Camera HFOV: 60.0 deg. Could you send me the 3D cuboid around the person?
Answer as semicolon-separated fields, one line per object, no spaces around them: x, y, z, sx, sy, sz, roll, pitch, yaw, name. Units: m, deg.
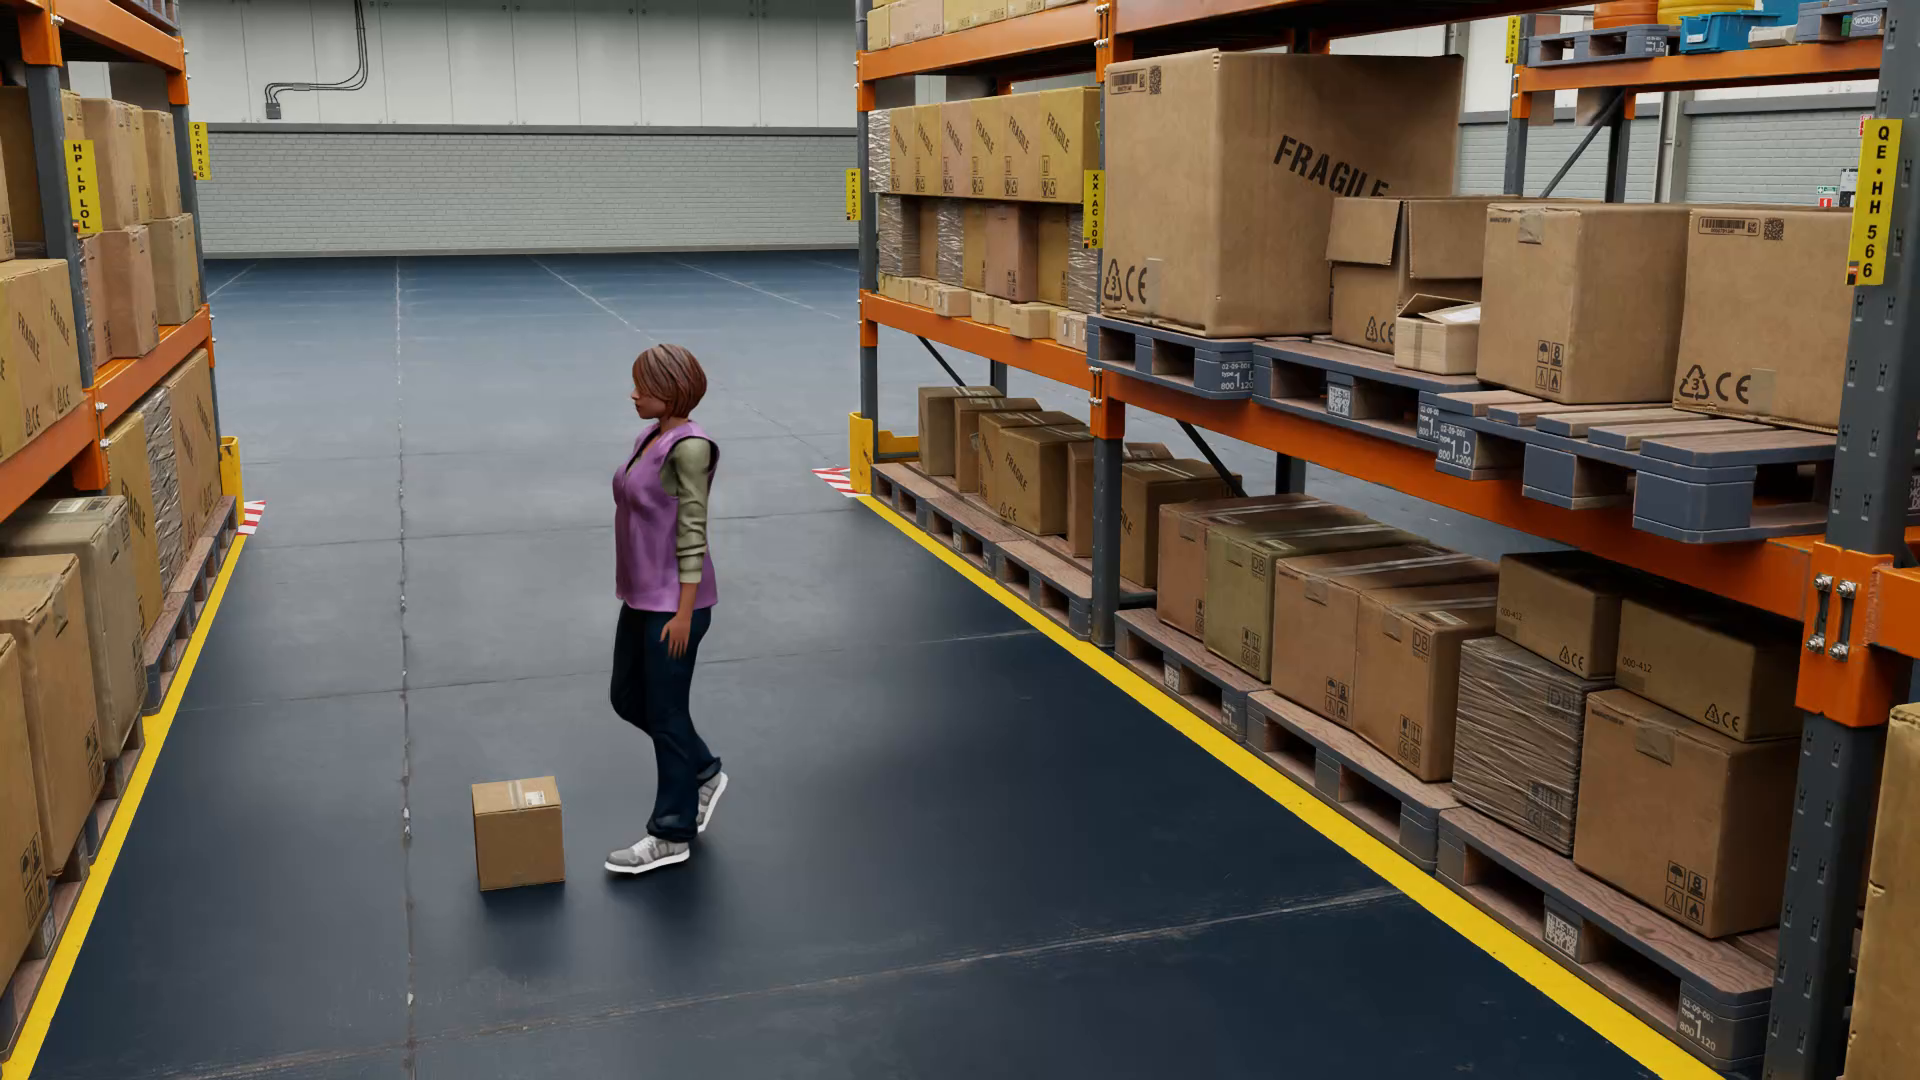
-0.906;0.201;5.078;0.486;1.597;0.435;-6;14;-27;person
